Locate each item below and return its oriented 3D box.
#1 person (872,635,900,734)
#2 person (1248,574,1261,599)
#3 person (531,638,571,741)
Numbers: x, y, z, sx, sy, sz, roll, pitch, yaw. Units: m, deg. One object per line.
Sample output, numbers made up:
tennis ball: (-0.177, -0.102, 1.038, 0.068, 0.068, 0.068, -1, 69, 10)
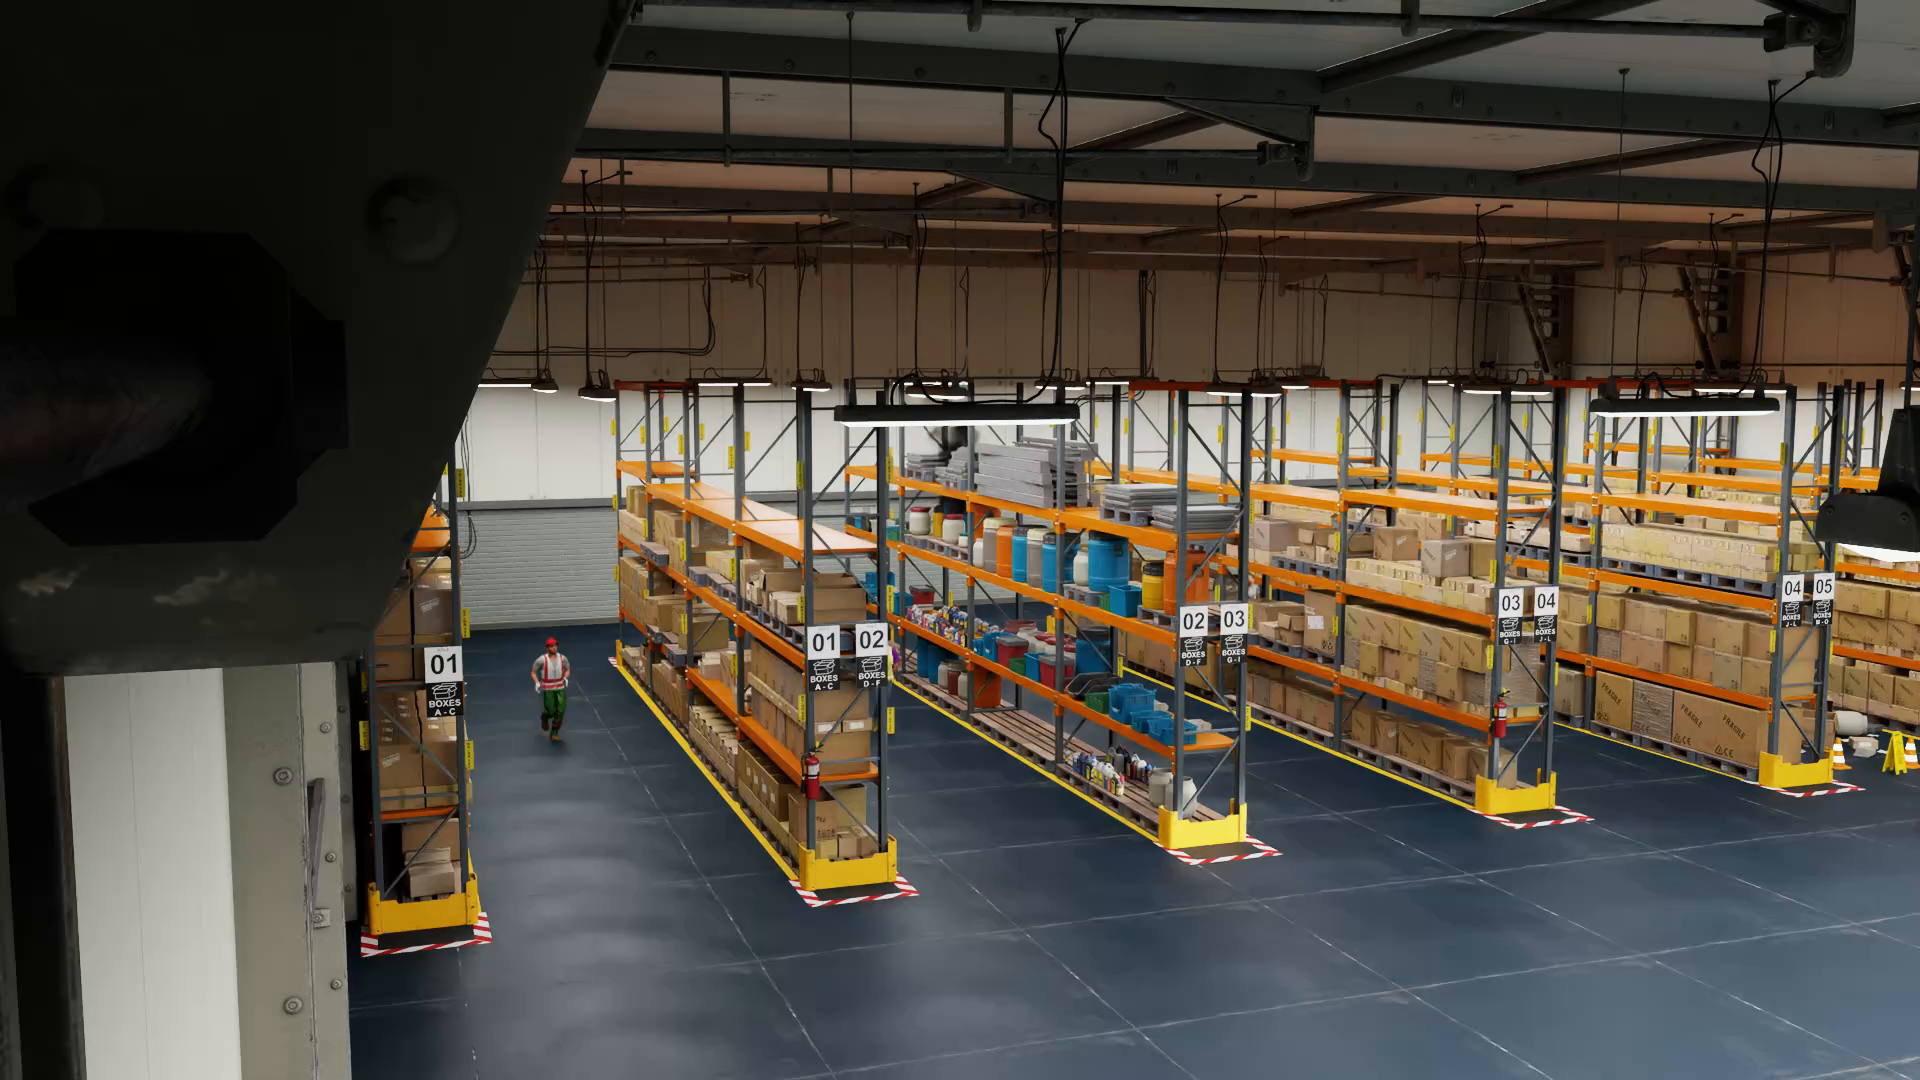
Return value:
person: (-1.341, 2.438, 28.591, 0.672, 1.785, 0.720, -3, 7, -29)
person: (6.504, 1.573, 37.432, 0.572, 1.653, 0.722, -1, 6, -13)
person: (-6.855, 2.510, 28.014, 0.658, 1.737, 0.600, -4, 7, -31)
